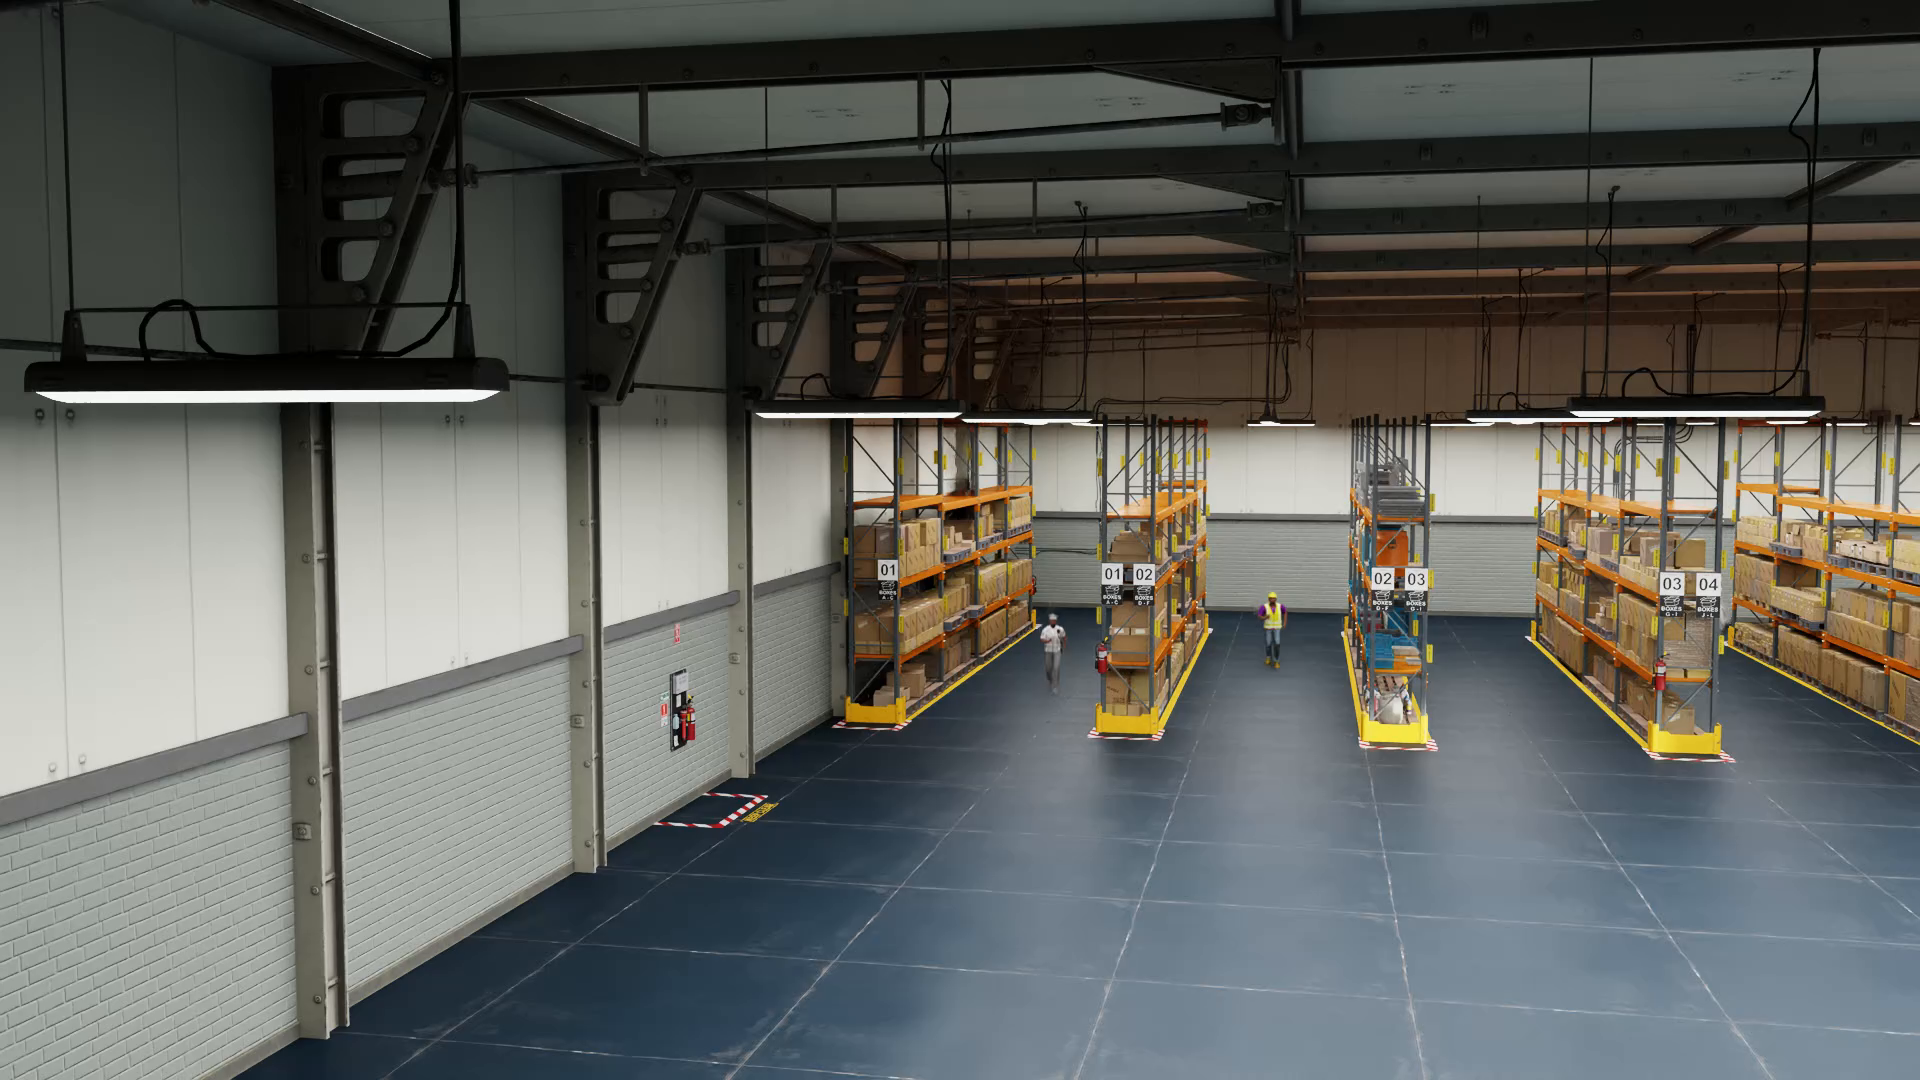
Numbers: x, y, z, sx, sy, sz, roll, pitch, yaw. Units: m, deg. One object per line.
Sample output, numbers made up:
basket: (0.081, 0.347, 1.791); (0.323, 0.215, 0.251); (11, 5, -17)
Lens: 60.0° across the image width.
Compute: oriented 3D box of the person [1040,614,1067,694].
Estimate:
person: (2.032, 2.441, 36.241); (0.575, 1.685, 0.938); (0, 4, 6)

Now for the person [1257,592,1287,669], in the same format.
person: (7.512, 2.171, 40.036); (0.720, 1.834, 0.787); (0, 4, 7)

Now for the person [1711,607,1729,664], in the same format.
person: (18.358, 2.177, 40.466); (0.666, 1.734, 0.622); (1, 4, 15)
